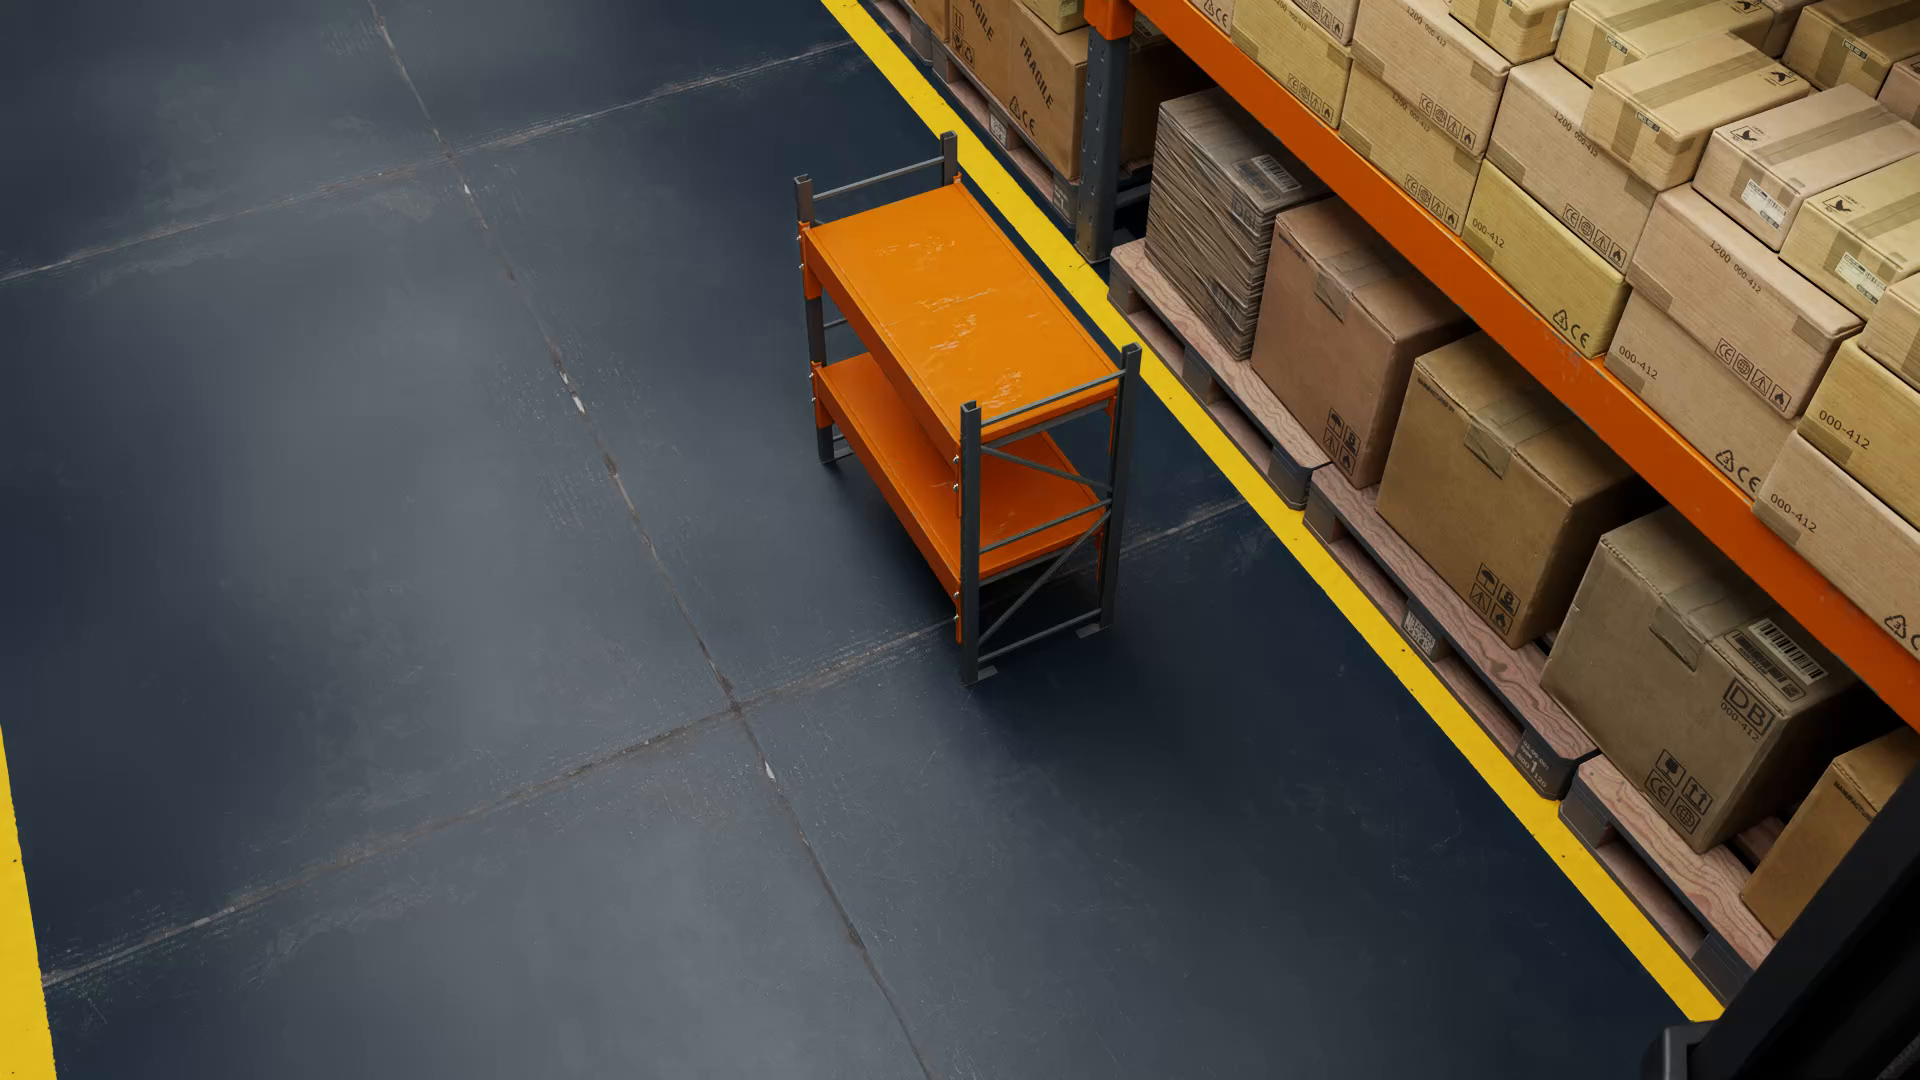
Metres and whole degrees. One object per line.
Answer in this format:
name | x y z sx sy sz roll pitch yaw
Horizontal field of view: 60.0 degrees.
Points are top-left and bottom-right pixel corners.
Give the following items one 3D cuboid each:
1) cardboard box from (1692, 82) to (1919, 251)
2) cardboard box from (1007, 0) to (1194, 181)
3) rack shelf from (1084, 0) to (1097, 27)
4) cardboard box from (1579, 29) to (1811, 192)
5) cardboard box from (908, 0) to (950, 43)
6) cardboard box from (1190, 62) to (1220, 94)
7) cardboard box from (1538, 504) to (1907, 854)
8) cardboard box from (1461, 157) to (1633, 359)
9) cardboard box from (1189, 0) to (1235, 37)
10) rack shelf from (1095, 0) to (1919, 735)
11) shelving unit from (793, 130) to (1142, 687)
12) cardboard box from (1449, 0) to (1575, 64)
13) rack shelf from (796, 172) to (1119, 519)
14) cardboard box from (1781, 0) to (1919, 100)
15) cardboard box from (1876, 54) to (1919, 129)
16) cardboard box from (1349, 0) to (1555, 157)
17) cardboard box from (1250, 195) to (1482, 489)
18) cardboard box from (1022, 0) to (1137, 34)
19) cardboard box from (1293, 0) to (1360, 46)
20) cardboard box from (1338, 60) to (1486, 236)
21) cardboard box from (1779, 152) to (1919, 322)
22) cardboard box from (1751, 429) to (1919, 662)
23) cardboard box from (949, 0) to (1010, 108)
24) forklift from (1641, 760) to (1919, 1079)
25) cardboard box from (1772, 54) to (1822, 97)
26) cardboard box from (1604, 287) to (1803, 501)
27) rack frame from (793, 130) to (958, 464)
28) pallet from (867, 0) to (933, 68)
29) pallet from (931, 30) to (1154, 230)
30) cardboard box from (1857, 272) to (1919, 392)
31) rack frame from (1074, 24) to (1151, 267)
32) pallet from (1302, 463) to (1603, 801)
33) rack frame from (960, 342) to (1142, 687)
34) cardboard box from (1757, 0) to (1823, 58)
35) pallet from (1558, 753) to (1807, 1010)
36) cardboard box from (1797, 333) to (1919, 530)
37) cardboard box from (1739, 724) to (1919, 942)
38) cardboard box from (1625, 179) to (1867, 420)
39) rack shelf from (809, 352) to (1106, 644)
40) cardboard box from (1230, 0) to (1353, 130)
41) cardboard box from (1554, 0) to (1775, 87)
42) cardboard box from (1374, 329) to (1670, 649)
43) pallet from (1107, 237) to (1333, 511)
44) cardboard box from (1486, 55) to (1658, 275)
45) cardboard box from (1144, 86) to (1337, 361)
cardboard box | 1.764 -0.775 3.437 0.380 0.149 0.250 -21 52 -17
cardboard box | 0.513 -1.732 6.154 0.500 0.500 0.500 -20 52 -16
rack shelf | -0.017 -3.310 6.630 1.077 0.370 4.000 -21 52 -18
cardboard box | 1.573 -0.925 3.569 0.380 0.149 0.250 -22 53 -18
cardboard box | 0.052 -2.420 6.756 0.500 0.500 0.500 -19 52 -16
cardboard box | 0.954 -1.902 6.302 0.500 0.500 0.500 -19 52 -16
cardboard box | 2.131 0.245 4.341 0.875 0.625 0.625 -22 52 -18
cardboard box | 1.587 -0.749 4.012 0.500 0.250 0.500 -20 52 -16
cardboard box | 0.884 -1.778 4.912 0.500 0.250 0.500 -21 52 -17
rack shelf | 1.813 -0.633 4.289 1.077 0.370 4.000 -21 52 -18
shelving unit | -0.003 -0.375 4.831 0.538 1.125 1.048 -21 52 -18
cardboard box | 1.382 -1.280 3.879 0.380 0.149 0.250 -20 52 -17
rack shelf | -0.003 -0.568 4.610 0.538 0.278 1.000 -21 52 -18
cardboard box | 2.102 -1.123 3.742 0.380 0.149 0.250 -21 52 -17
cardboard box | 2.222 -0.958 3.598 0.380 0.149 0.250 -22 52 -18
cardboard box | 1.335 -1.250 4.118 0.500 0.250 0.500 -22 53 -18
cardboard box | 1.477 -0.708 5.175 0.875 0.625 0.625 -20 52 -16
cardboard box | 0.447 -1.980 5.940 0.380 0.149 0.250 -24 53 -19
cardboard box | 1.112 -1.607 4.430 0.500 0.250 0.500 -20 52 -16
cardboard box | 1.351 -1.097 4.316 0.500 0.250 0.500 -23 53 -19
cardboard box | 1.873 -0.605 3.289 0.380 0.149 0.250 -22 52 -18
cardboard box | 2.030 -0.063 3.412 0.500 0.250 0.500 -21 52 -18
cardboard box | 0.294 -2.071 6.450 0.500 0.500 0.500 -22 52 -18
forklift | 1.925 1.020 2.411 3.031 2.935 1.130 -5 49 -5
cardboard box | 2.036 -1.101 3.988 0.500 0.250 0.500 -22 52 -18
cardboard box | 1.830 -0.406 3.712 0.500 0.250 0.500 -21 52 -17
rack frame | -0.236 -0.715 5.128 0.500 1.125 0.032 -21 52 -18
pallet | 0.036 -2.618 7.400 1.003 0.211 1.213 -21 52 -18
pallet | 0.590 -1.803 6.687 1.003 0.211 1.213 -21 52 -18
cardboard box | 1.937 -0.408 3.117 0.380 0.149 0.250 -23 53 -19
rack frame | 0.898 -2.208 5.188 1.000 3.000 0.127 -21 52 -18
pallet | 1.794 0.090 5.031 1.003 0.211 1.213 -21 52 -18
rack frame | 0.230 -0.035 4.533 0.500 1.125 0.032 -21 52 -18
cardboard box | 1.946 -1.286 3.884 0.380 0.149 0.250 -20 52 -17
pallet | 2.357 0.907 4.316 1.003 0.211 1.213 -21 52 -18
cardboard box | 2.035 -0.229 3.225 0.500 0.250 0.500 -22 53 -18
cardboard box | 2.480 0.767 3.885 0.875 0.625 0.625 -19 52 -16
cardboard box | 1.806 -0.573 3.526 0.500 0.250 0.500 -20 52 -17
rack shelf | -0.003 -0.214 5.015 0.538 0.278 1.000 -21 52 -18
cardboard box | 1.109 -1.439 4.616 0.500 0.250 0.500 -22 52 -18
cardboard box | 1.587 -1.139 3.756 0.380 0.149 0.250 -21 52 -18
cardboard box | 1.785 -0.257 4.781 0.875 0.625 0.625 -23 53 -19
pallet | 1.240 -0.726 5.744 1.003 0.211 1.213 -21 52 -18
cardboard box | 1.592 -0.917 3.827 0.500 0.250 0.500 -20 52 -17
cardboard box | 1.171 -1.142 5.555 0.875 0.625 0.625 -20 52 -16
